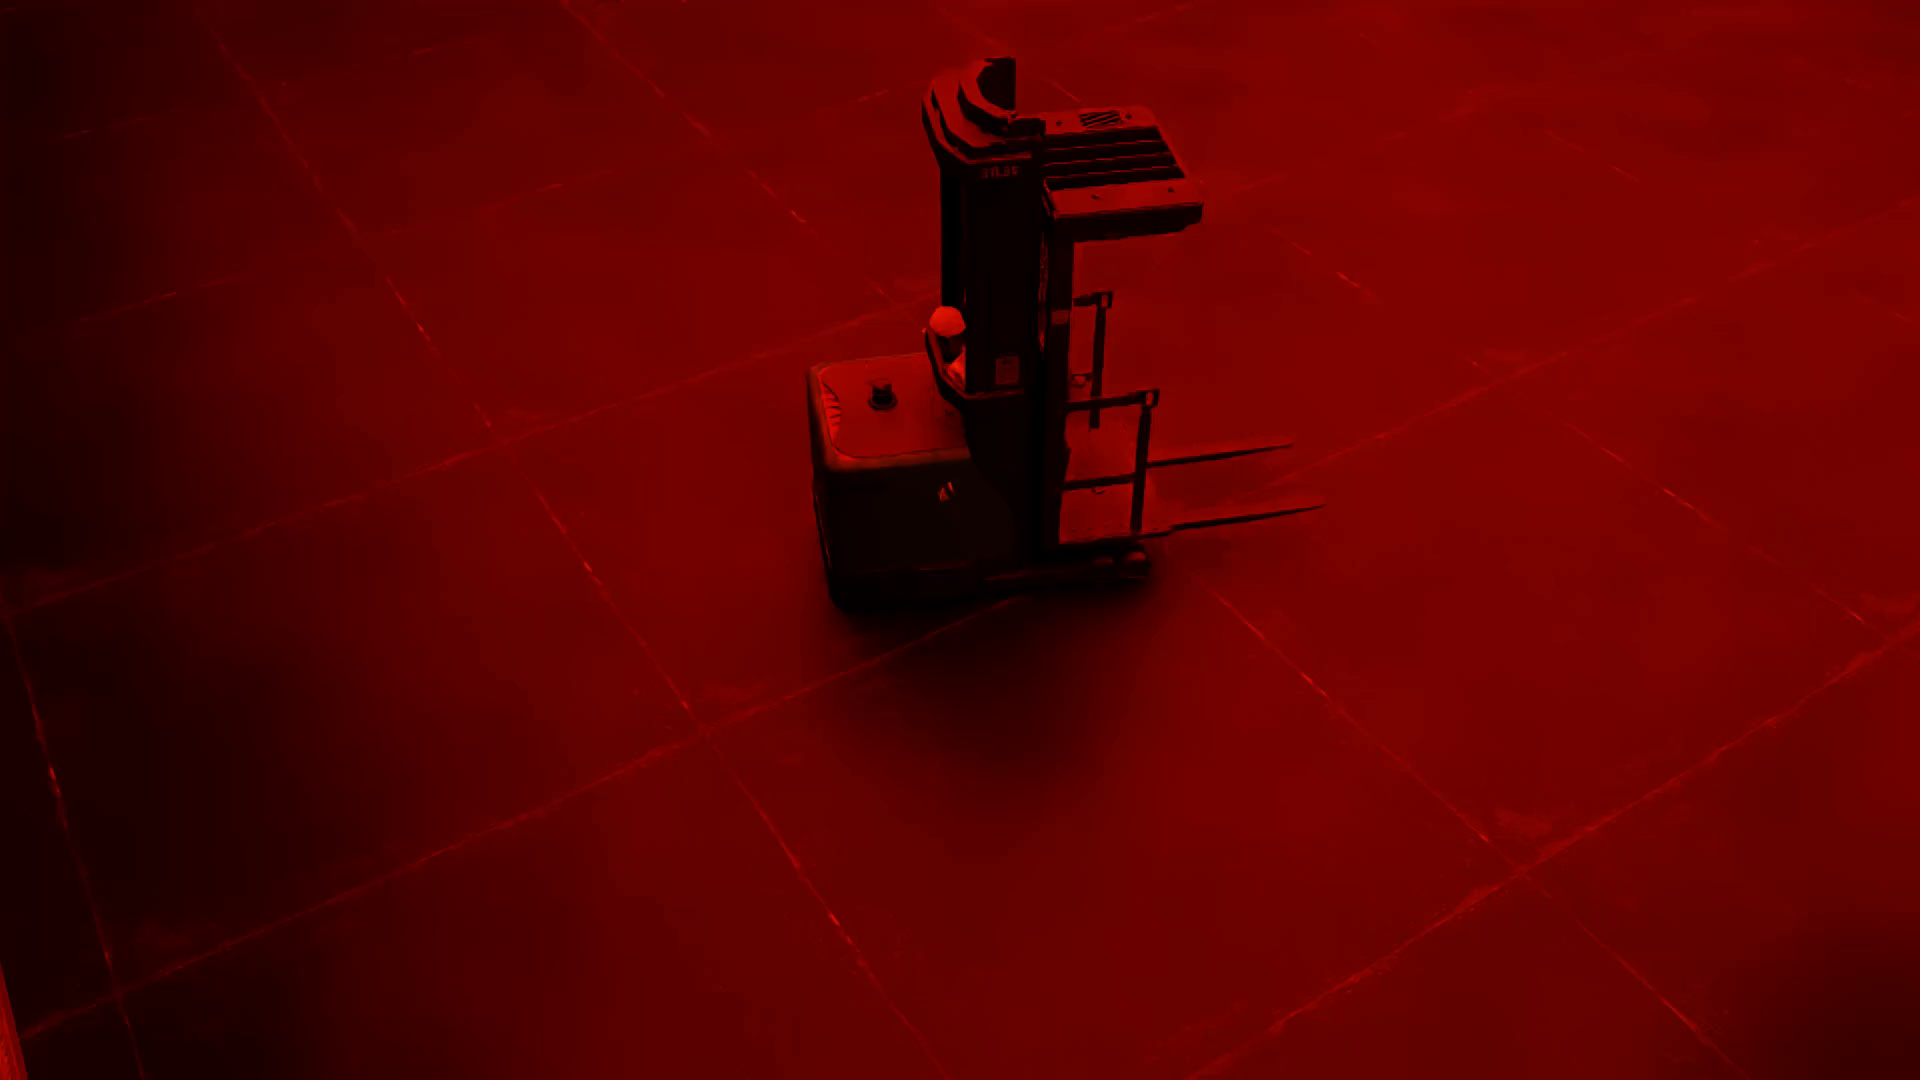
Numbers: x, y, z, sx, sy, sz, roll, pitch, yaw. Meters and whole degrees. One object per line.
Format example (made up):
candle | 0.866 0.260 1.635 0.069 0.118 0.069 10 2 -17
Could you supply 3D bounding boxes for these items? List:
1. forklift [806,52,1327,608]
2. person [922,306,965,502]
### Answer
forklift | 0.663 -1.186 9.228 3.031 2.935 1.130 -7 42 -8
person | -0.183 -0.651 9.691 0.962 1.487 1.101 22 46 23
